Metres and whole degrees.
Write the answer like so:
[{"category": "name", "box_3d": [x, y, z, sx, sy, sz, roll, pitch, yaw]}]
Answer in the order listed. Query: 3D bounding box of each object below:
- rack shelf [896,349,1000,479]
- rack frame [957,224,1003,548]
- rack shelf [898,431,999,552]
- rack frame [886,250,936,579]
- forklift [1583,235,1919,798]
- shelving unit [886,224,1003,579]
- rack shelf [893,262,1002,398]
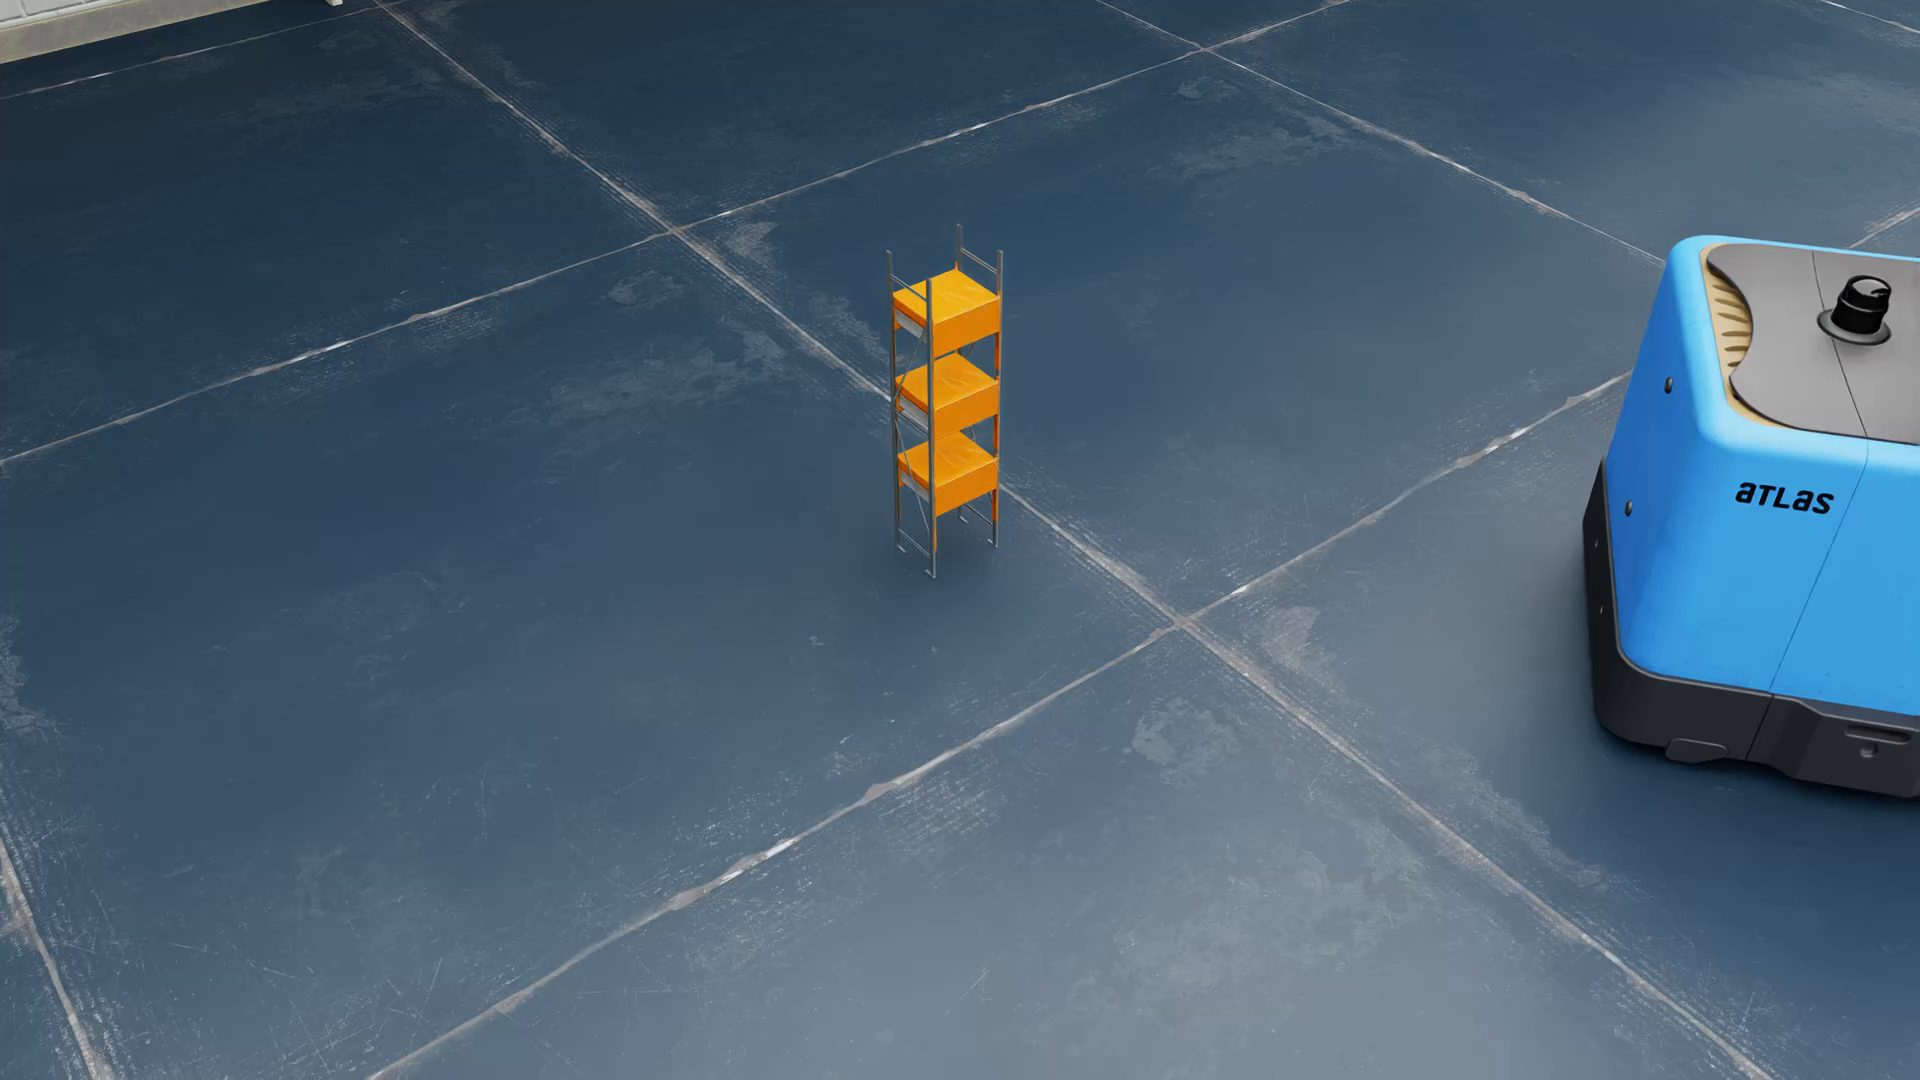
[{"category": "rack shelf", "box_3d": [-0.042, -0.377, 4.899, 0.240, 0.259, 0.215, -26, 46, -28]}, {"category": "rack frame", "box_3d": [0.054, -0.432, 4.949, 0.008, 1.050, 0.200, -26, 46, -28]}, {"category": "rack shelf", "box_3d": [-0.042, -0.162, 5.075, 0.240, 0.259, 0.215, -26, 46, -28]}, {"category": "rack frame", "box_3d": [-0.139, -0.338, 4.834, 0.008, 1.050, 0.200, -26, 46, -28]}, {"category": "forklift", "box_3d": [3.315, -0.639, 3.718, 3.031, 2.935, 1.130, 9, 40, 11]}, {"category": "shelving unit", "box_3d": [-0.042, -0.385, 4.892, 0.252, 1.050, 0.215, -26, 46, -28]}, {"category": "rack shelf", "box_3d": [-0.042, -0.596, 4.719, 0.240, 0.259, 0.215, -26, 46, -28]}]
